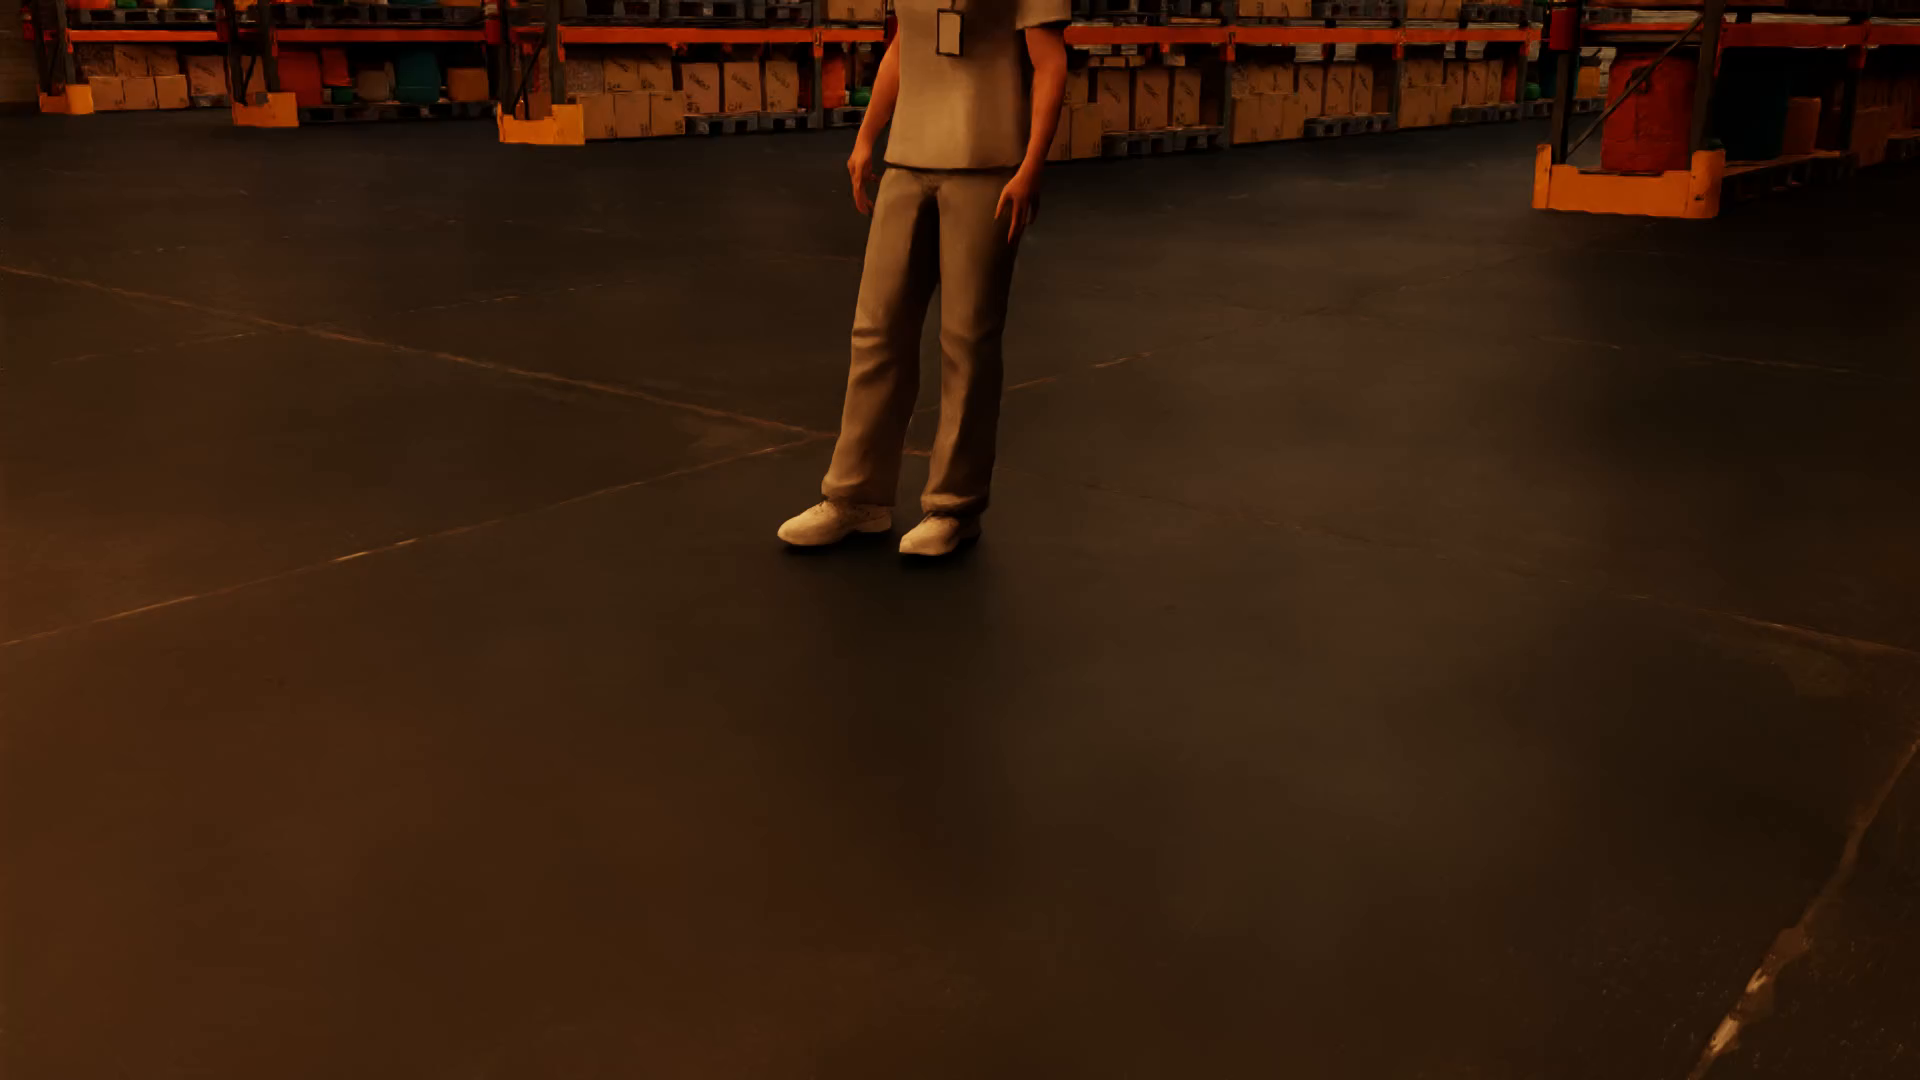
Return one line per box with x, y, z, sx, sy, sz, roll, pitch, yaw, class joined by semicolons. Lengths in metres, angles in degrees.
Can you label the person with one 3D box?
-0.057;-0.794;3.650;0.550;1.674;0.548;13;21;37;person
